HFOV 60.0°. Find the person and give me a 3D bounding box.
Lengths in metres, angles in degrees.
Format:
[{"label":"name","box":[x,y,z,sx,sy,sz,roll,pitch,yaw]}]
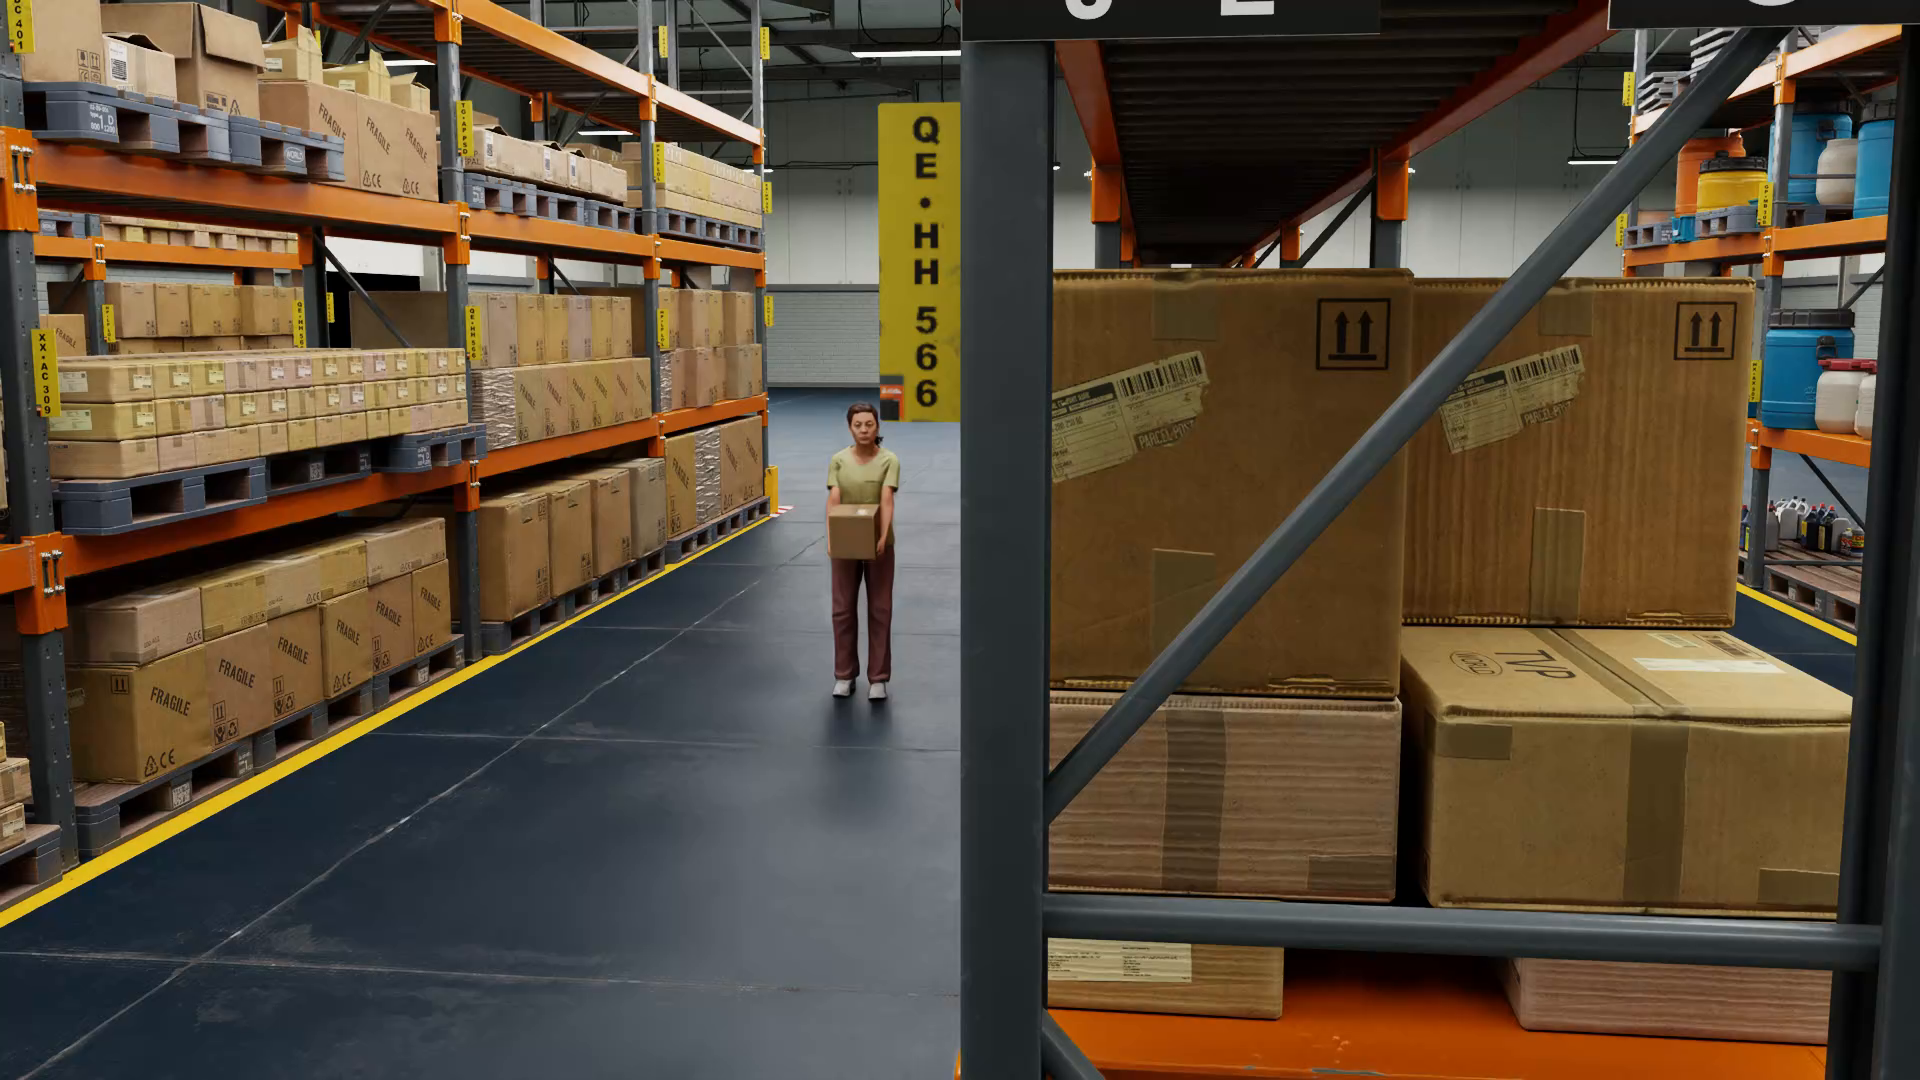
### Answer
[{"label":"person","box":[-0.552,0.064,9.374,0.407,1.668,0.504,1,8,5]}]
